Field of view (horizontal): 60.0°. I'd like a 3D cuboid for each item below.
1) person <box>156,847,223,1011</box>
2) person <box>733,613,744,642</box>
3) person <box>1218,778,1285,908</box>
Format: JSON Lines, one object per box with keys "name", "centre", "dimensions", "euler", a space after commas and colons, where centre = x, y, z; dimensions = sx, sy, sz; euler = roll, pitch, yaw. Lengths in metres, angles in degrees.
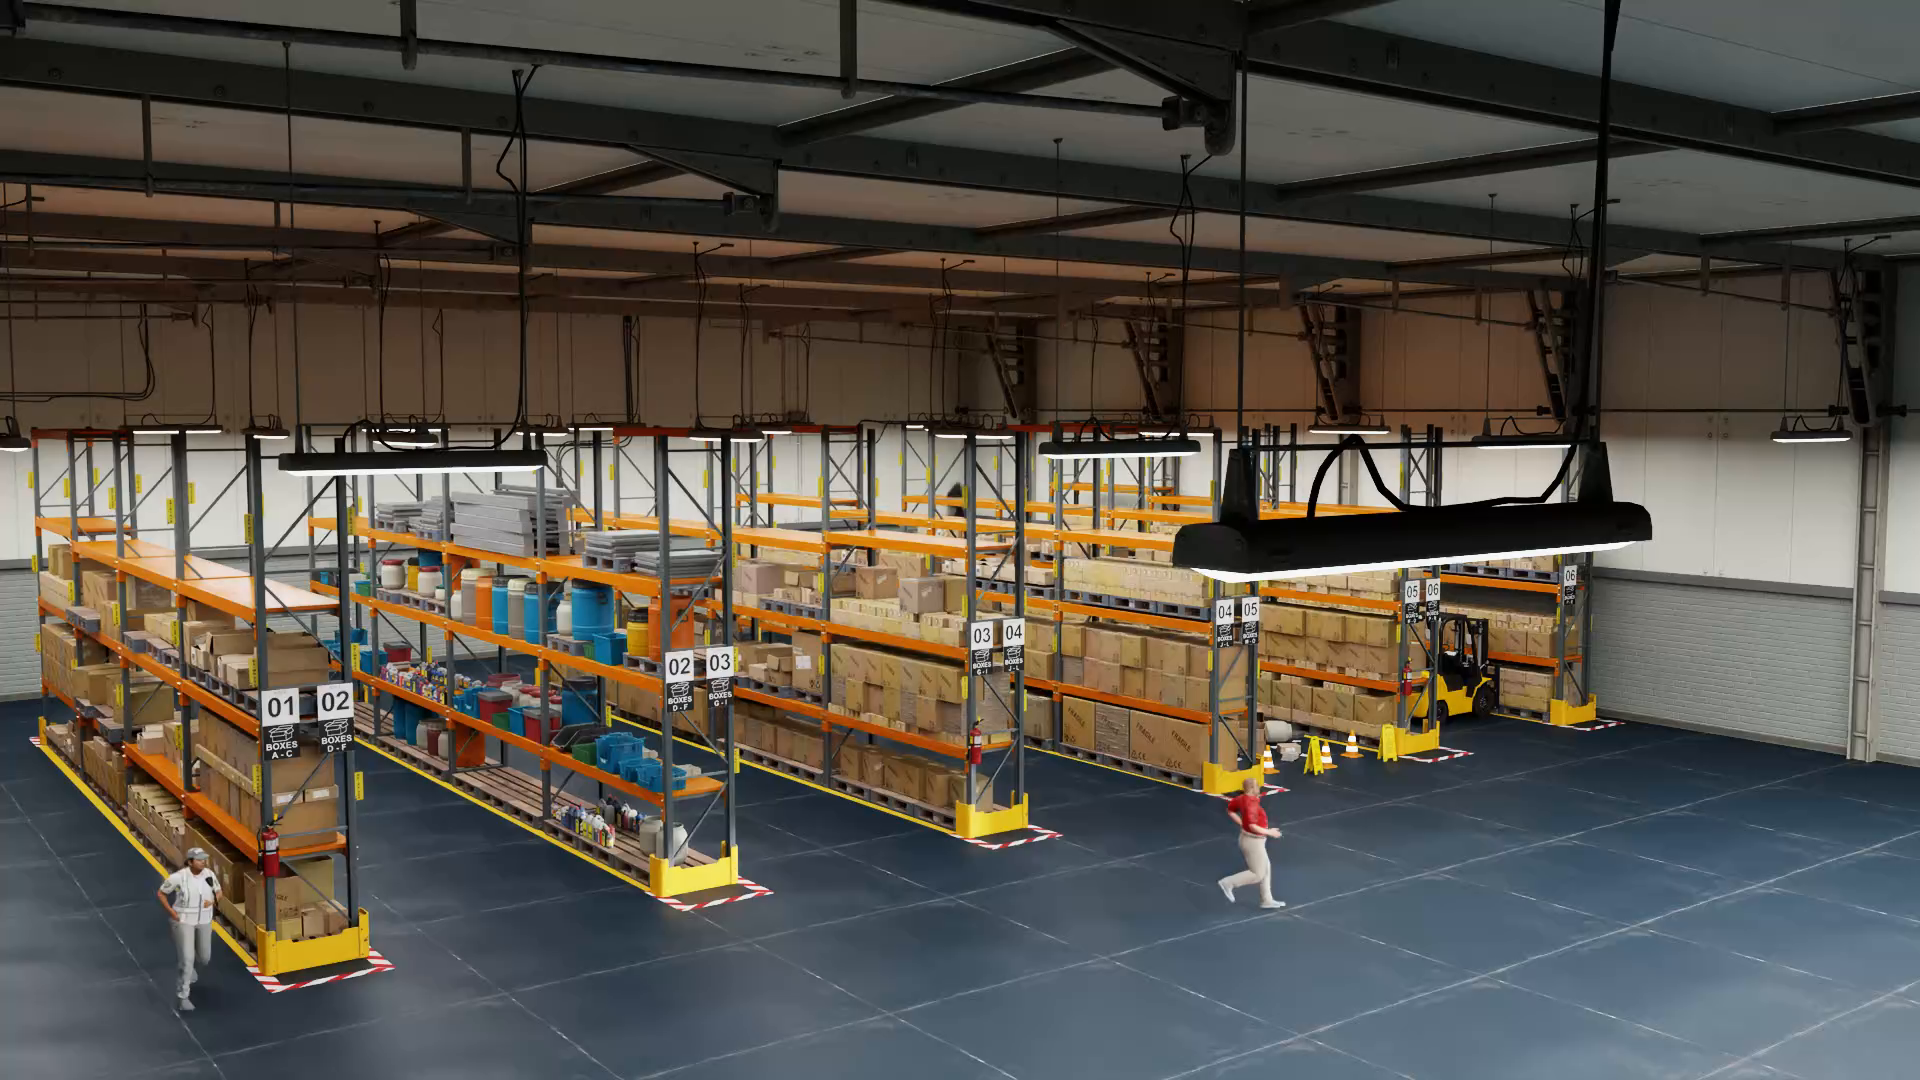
{"name": "person", "centre": [-8.268, 4.133, 17.947], "dimensions": [0.839, 1.646, 0.633], "euler": [4, 6, 40]}
{"name": "person", "centre": [-5.556, 2.215, 41.484], "dimensions": [0.704, 1.777, 0.675], "euler": [-2, 5, -26]}
{"name": "person", "centre": [3.686, 3.838, 21.033], "dimensions": [0.917, 1.692, 0.678], "euler": [-1, 5, -8]}
